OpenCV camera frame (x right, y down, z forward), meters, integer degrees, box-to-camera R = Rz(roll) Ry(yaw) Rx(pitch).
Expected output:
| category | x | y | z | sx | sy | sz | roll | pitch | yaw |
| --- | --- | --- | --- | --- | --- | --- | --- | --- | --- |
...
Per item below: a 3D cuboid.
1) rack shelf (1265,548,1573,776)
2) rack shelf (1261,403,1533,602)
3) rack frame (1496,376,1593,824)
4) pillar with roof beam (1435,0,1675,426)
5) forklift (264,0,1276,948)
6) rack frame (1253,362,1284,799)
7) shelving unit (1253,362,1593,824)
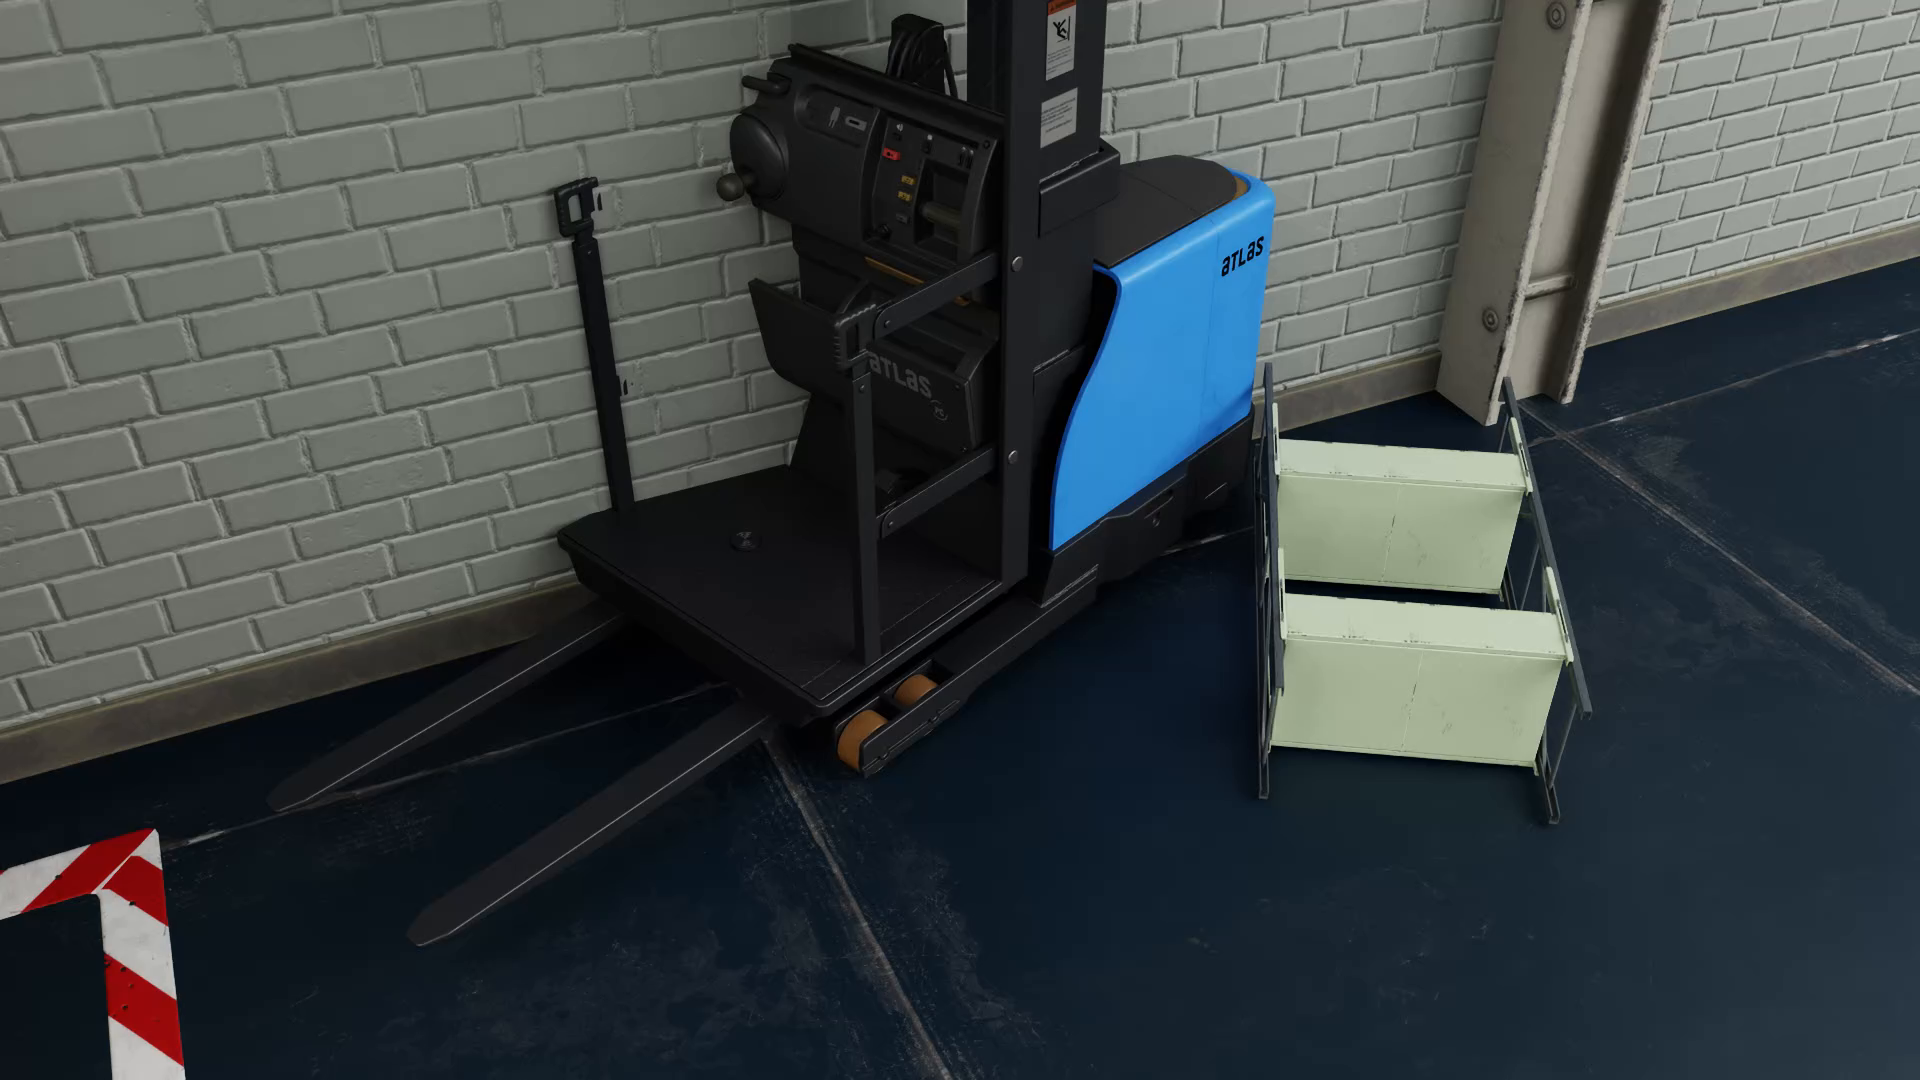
| category | x | y | z | sx | sy | sz | roll | pitch | yaw |
| --- | --- | --- | --- | --- | --- | --- | --- | --- | --- |
| rack shelf | 1.195 | 0.322 | 4.441 | 0.720 | 0.431 | 0.370 | 4 | 38 | 6 |
| rack shelf | 1.285 | -0.117 | 5.000 | 0.720 | 0.431 | 0.370 | 4 | 38 | 6 |
| rack frame | 1.607 | 0.109 | 4.707 | 0.023 | 0.400 | 1.500 | 4 | 38 | 6 |
| pillar with roof beam | 3.769 | -1.821 | 0.152 | 0.400 | 9.000 | 9.100 | -16 | 39 | -20 |
| forklift | -0.422 | -0.901 | 4.004 | 1.130 | 2.935 | 3.031 | 28 | 45 | 33 |
| rack frame | 0.881 | 0.057 | 4.784 | 0.023 | 0.400 | 1.500 | 4 | 38 | 6 |
| shelving unit | 1.244 | 0.083 | 4.746 | 0.755 | 0.431 | 1.500 | 4 | 38 | 6 |
